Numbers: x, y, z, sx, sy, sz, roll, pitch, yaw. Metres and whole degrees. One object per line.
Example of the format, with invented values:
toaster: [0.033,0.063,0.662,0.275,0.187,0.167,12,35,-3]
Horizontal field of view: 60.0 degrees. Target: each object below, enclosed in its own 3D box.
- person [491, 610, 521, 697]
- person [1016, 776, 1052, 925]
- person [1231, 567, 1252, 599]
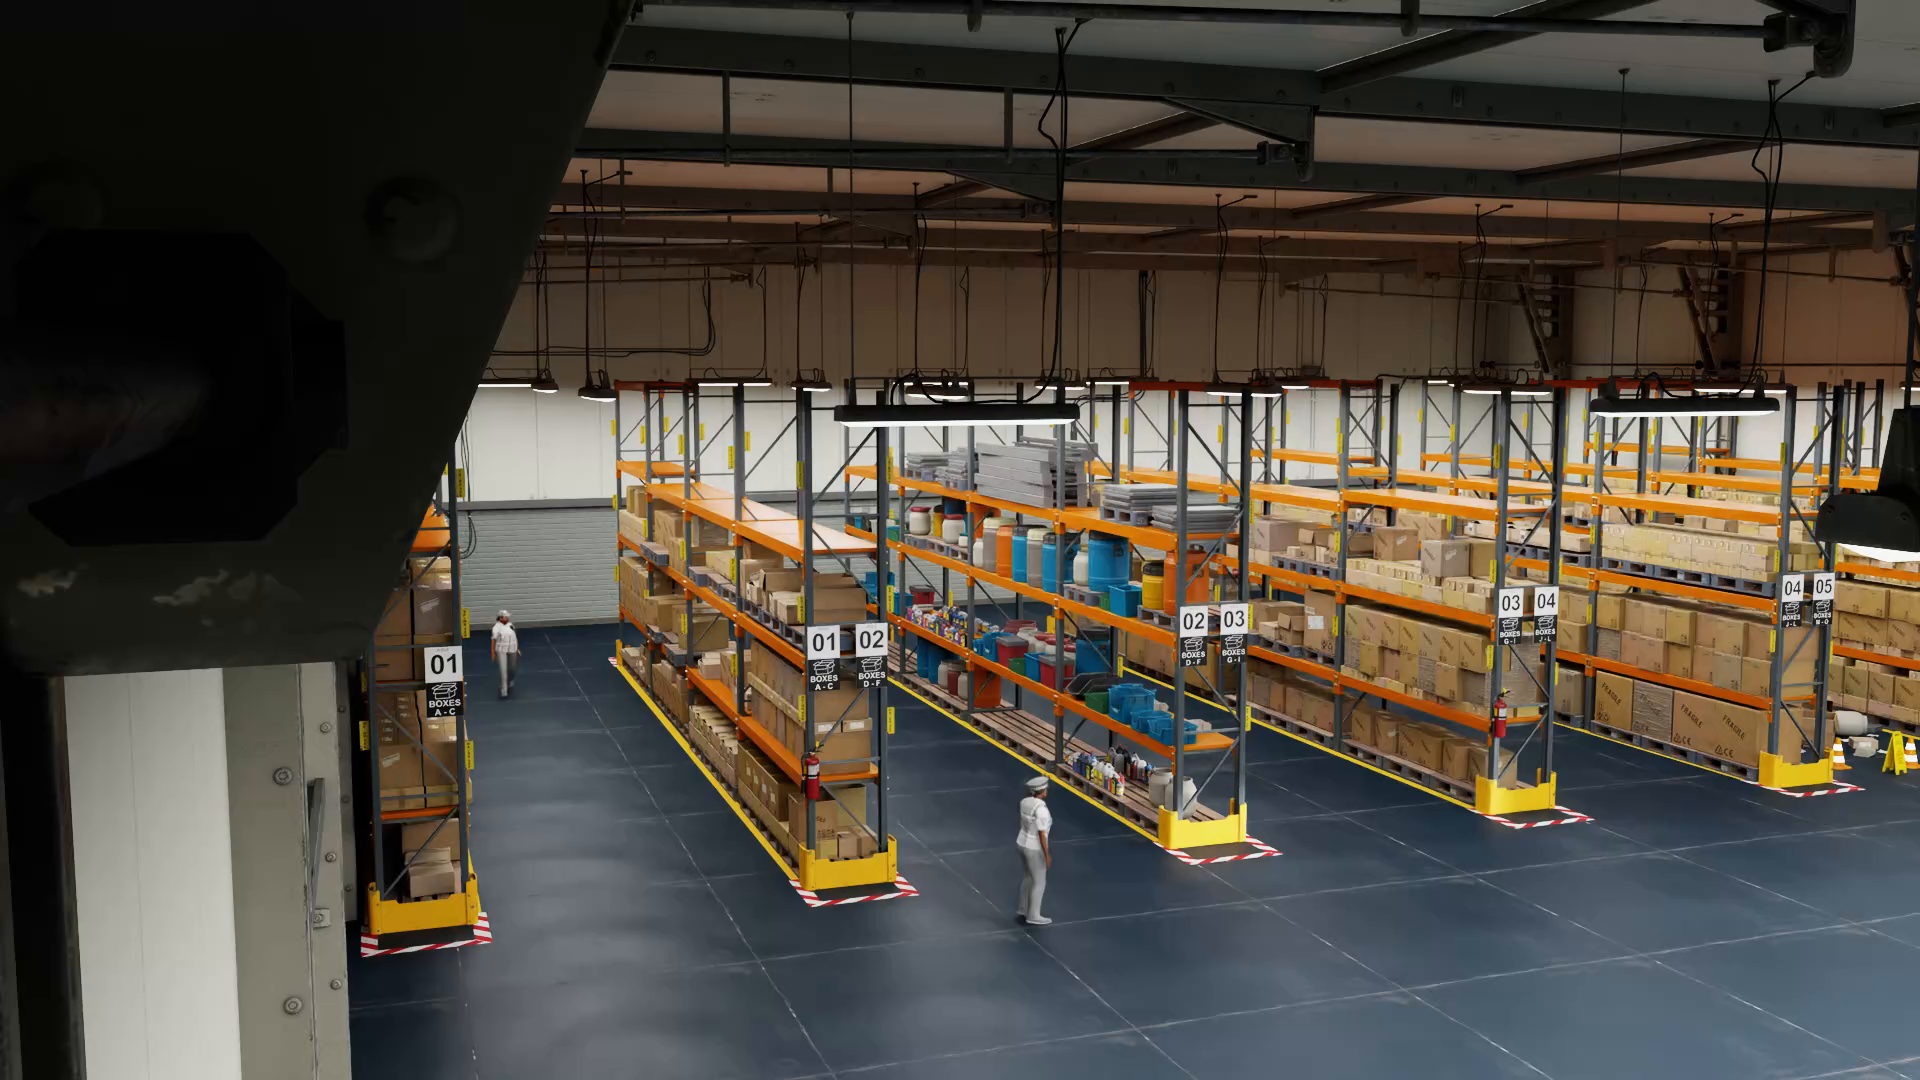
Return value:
person: [-8.740,2.144,31.980,0.552,1.613,0.917,-3,7,-25]
person: [0.842,3.549,18.891,0.364,1.738,0.541,-3,7,-24]
person: [7.200,0.940,42.567,0.564,1.762,0.748,4,7,31]
